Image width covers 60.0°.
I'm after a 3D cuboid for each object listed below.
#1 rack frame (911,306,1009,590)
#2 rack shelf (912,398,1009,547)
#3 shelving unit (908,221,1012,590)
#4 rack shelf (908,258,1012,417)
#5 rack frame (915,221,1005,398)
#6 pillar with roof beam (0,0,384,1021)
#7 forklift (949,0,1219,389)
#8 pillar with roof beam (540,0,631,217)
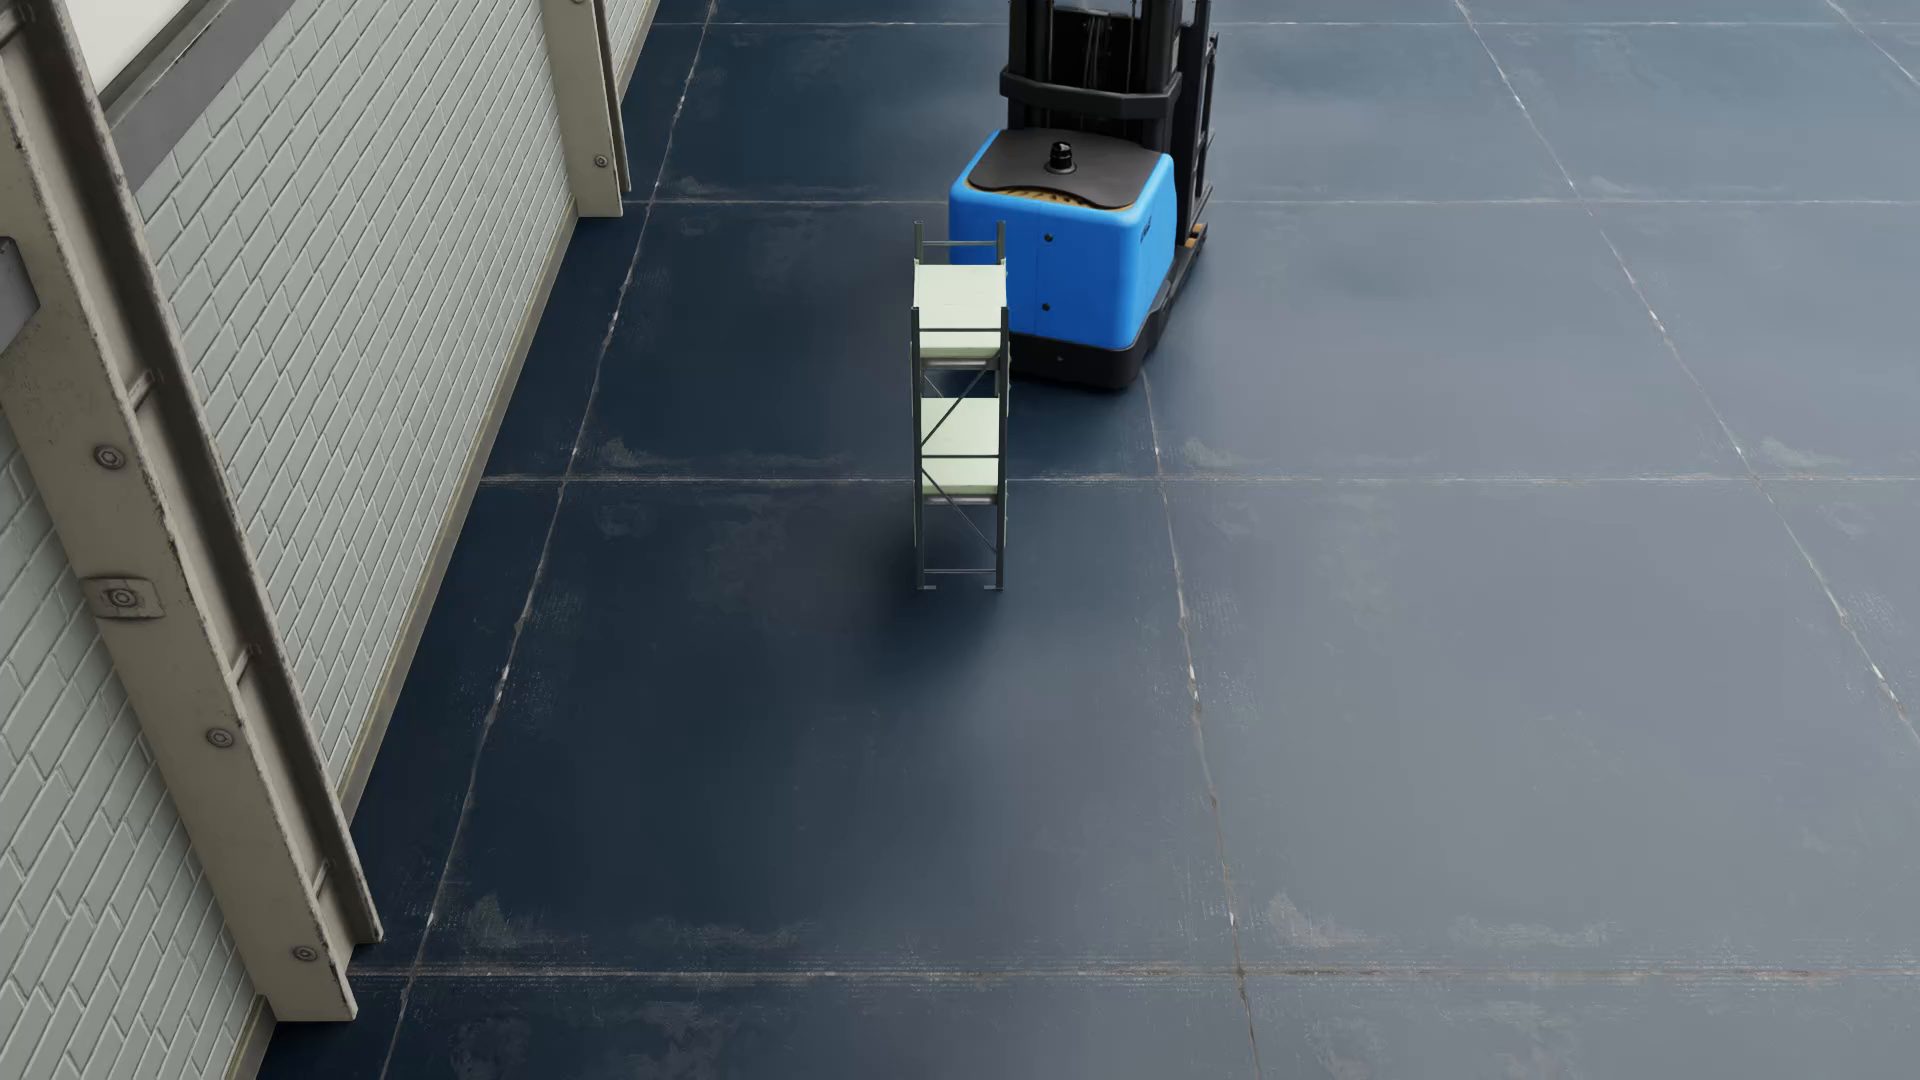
[{"bbox_3d":[0.000,-0.361,7.246,0.400,1.500,0.023,0,39,0],"label":"rack frame"},{"bbox_3d":[0.000,-0.335,7.736,0.431,0.370,0.720,0,39,0],"label":"rack shelf"},{"bbox_3d":[0.000,-0.589,7.532,0.431,1.500,0.755,0,39,0],"label":"shelving unit"},{"bbox_3d":[0.000,-0.894,7.288,0.431,0.370,0.720,0,39,0],"label":"rack shelf"},{"bbox_3d":[0.000,-0.818,7.817,0.400,1.500,0.023,0,39,0],"label":"rack frame"},{"bbox_3d":[2.009,-1.940,3.220,9.100,9.000,0.400,0,39,0],"label":"pillar with roof beam"},{"bbox_3d":[0.883,-2.880,9.246,1.130,2.935,3.031,12,40,15],"label":"forklift"},{"bbox_3d":[2.002,-5.692,7.902,9.100,9.000,0.400,0,39,0],"label":"pillar with roof beam"}]
